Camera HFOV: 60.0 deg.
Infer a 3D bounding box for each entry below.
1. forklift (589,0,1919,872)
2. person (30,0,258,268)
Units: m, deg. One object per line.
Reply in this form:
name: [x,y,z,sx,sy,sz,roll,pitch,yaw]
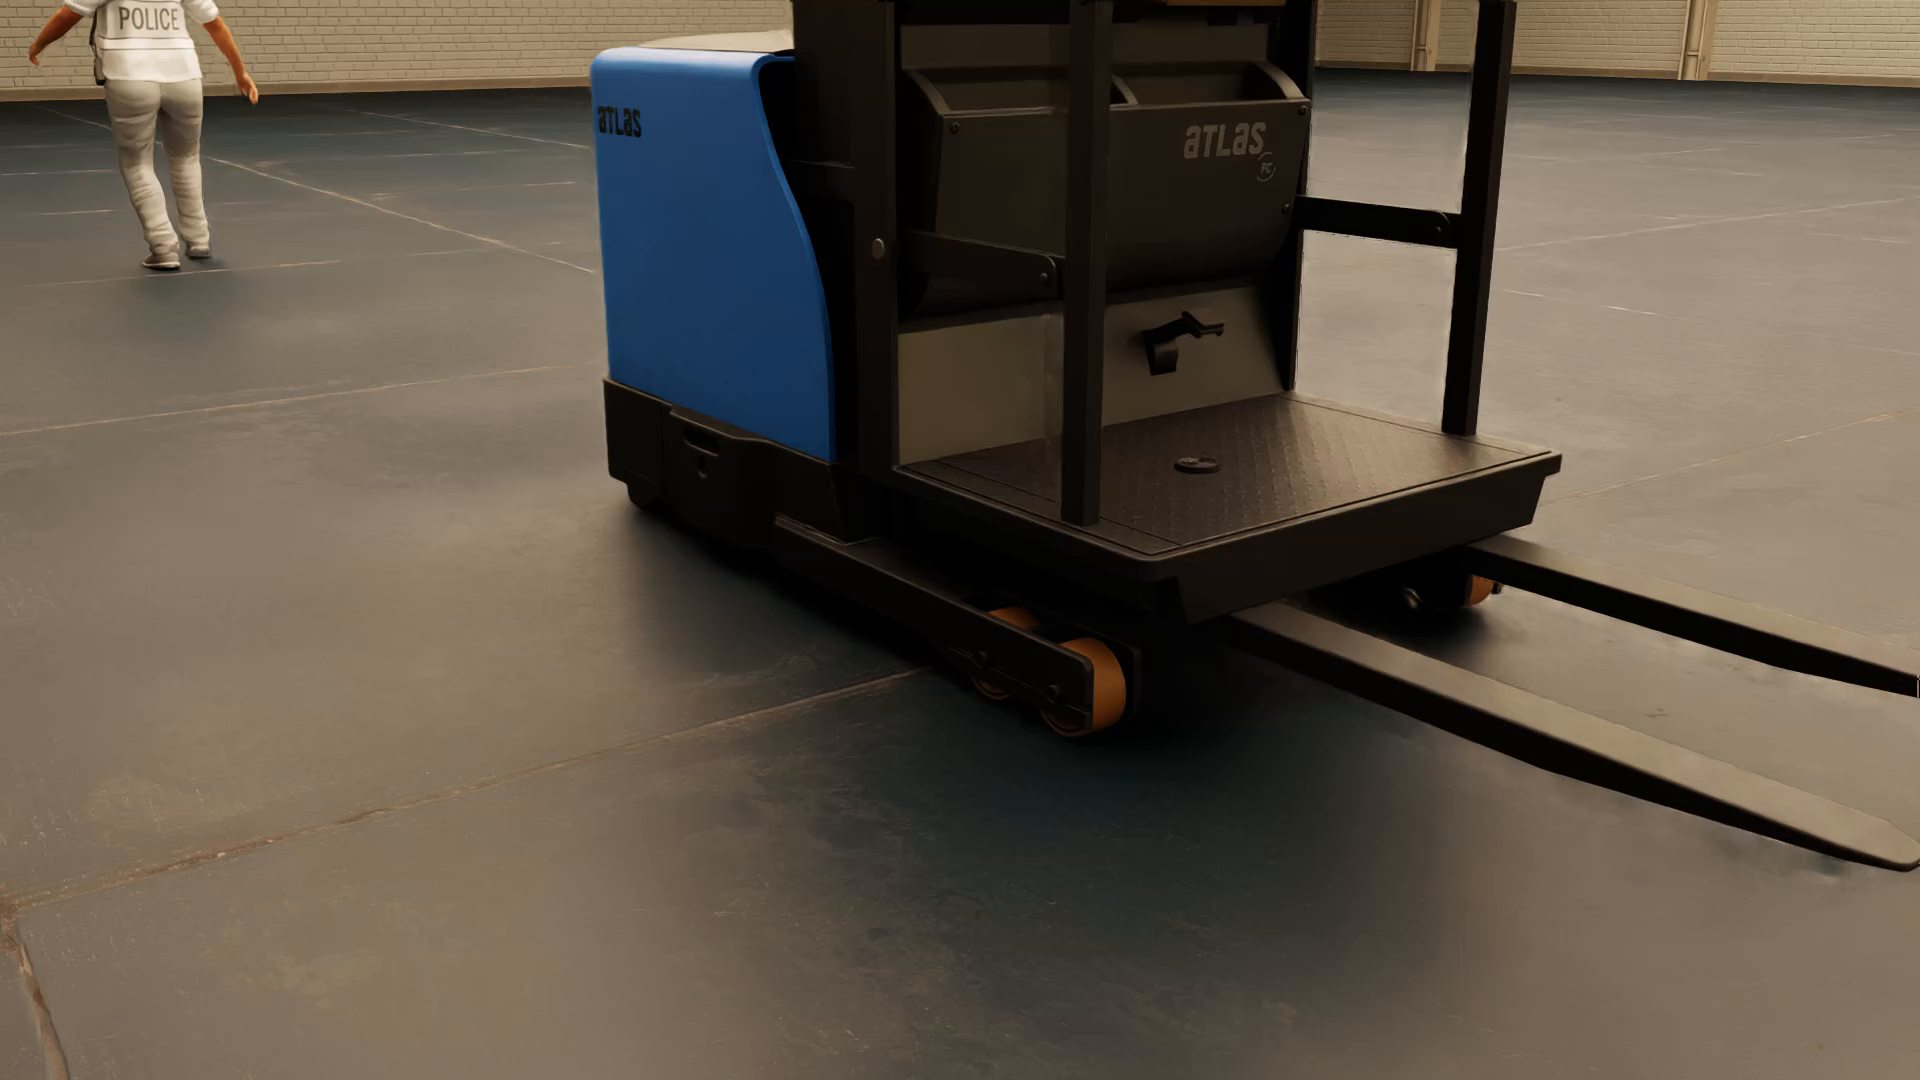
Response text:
forklift: [0.426,-1.236,2.855,1.130,2.935,3.031,-13,22,-35]
person: [-3.787,-2.094,7.795,0.913,1.689,0.585,-14,22,-37]
